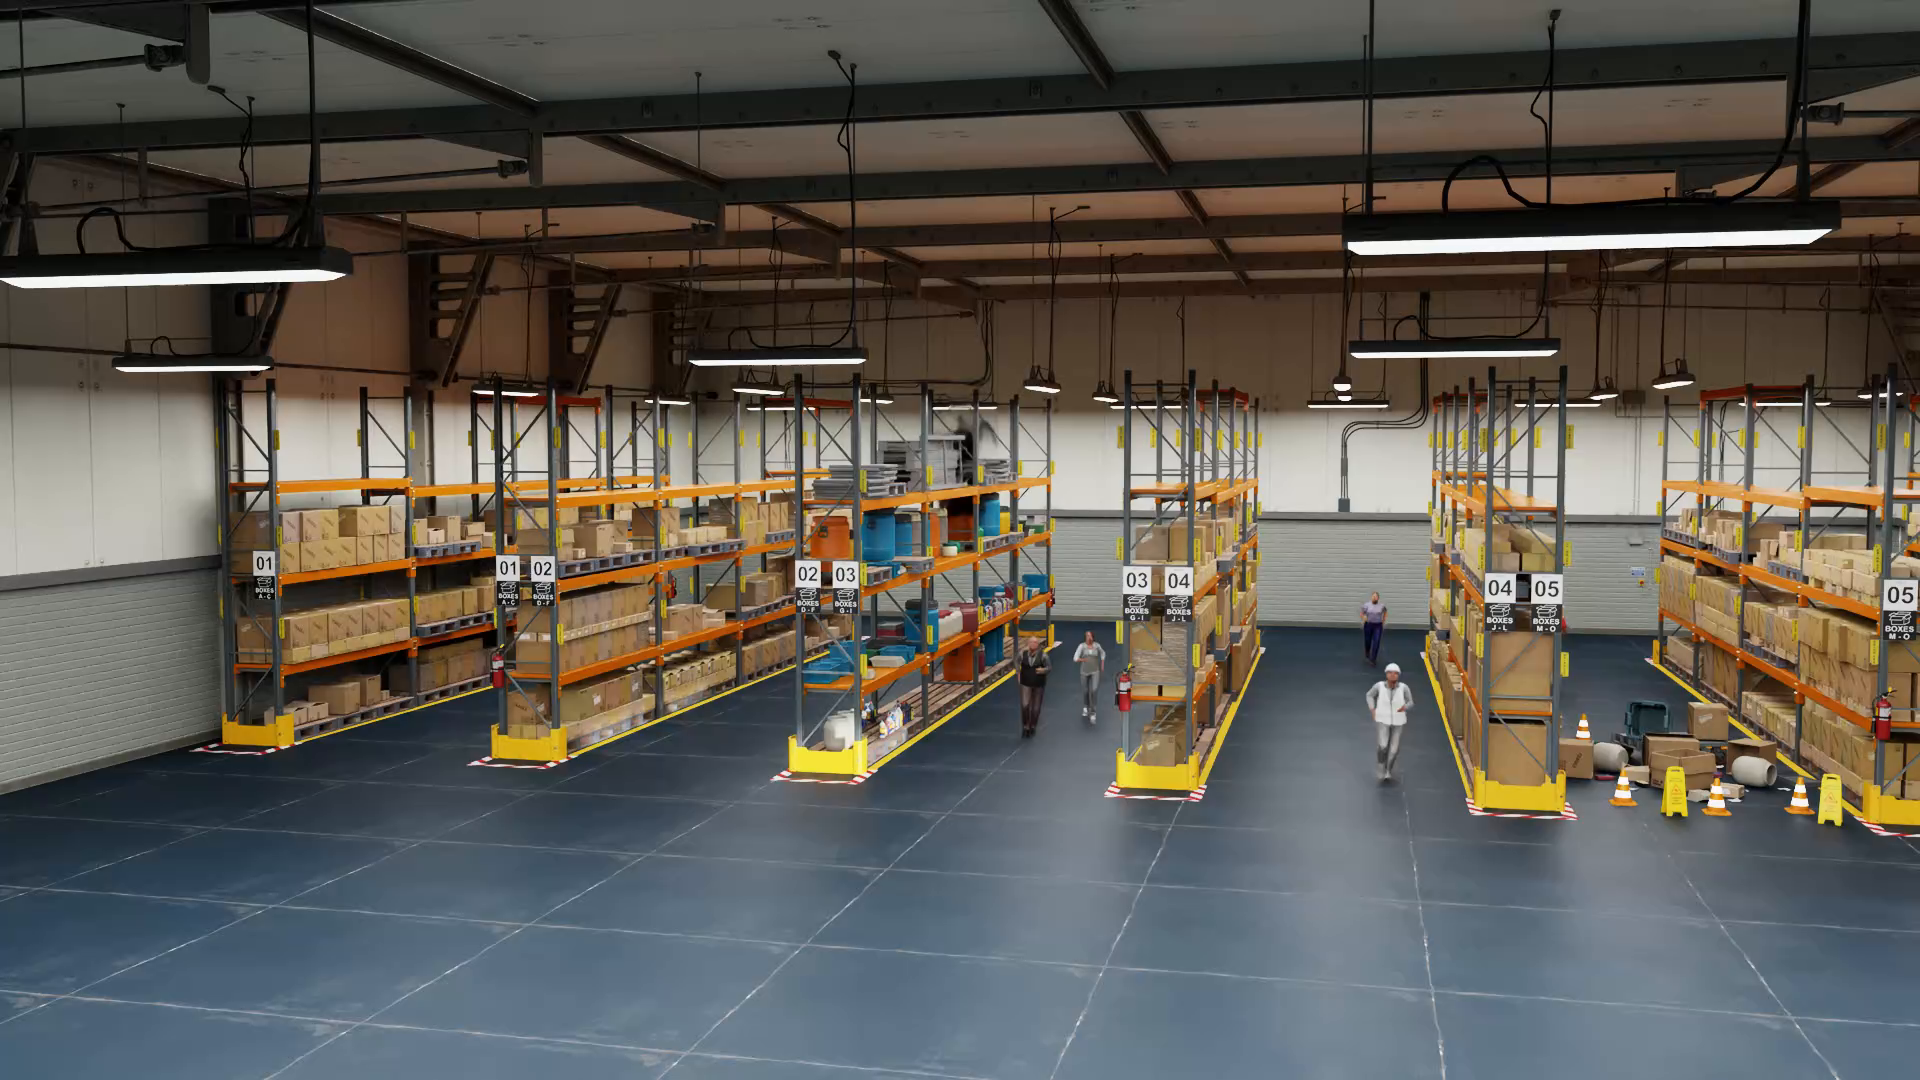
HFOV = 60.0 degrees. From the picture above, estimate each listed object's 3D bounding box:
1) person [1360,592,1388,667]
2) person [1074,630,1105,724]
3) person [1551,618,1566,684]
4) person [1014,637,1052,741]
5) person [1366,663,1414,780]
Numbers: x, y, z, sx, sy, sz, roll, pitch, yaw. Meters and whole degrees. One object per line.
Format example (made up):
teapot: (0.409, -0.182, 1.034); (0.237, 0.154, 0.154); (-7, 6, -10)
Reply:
person: (9.238, 1.973, 37.110); (0.610, 1.646, 0.872); (1, 4, 12)
person: (2.304, 2.416, 29.633); (0.565, 1.617, 0.778); (0, 3, 2)
person: (12.098, 2.109, 34.181); (0.672, 1.703, 0.621); (1, 4, 13)
person: (1.227, 2.483, 27.893); (0.641, 1.742, 0.771); (0, 3, 1)
person: (6.294, 2.659, 24.312); (0.652, 1.730, 0.701); (0, 3, 7)
